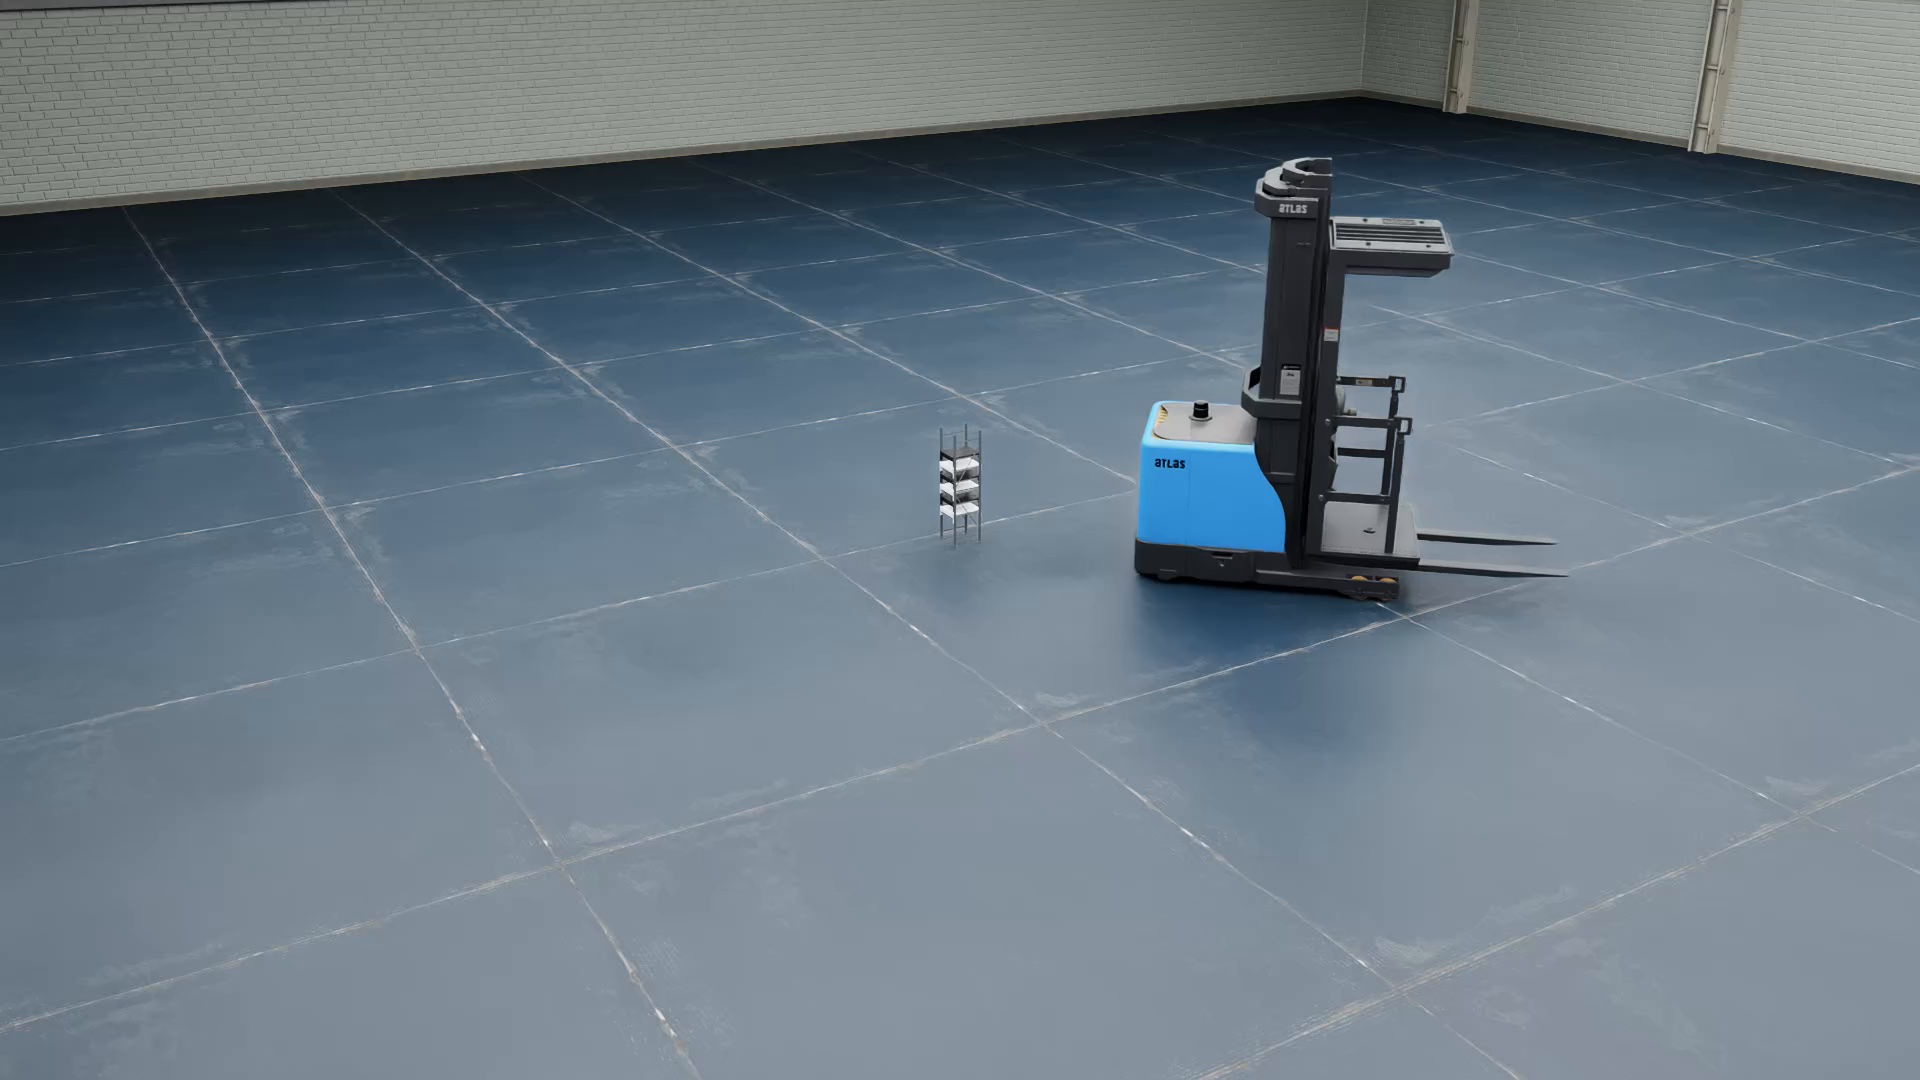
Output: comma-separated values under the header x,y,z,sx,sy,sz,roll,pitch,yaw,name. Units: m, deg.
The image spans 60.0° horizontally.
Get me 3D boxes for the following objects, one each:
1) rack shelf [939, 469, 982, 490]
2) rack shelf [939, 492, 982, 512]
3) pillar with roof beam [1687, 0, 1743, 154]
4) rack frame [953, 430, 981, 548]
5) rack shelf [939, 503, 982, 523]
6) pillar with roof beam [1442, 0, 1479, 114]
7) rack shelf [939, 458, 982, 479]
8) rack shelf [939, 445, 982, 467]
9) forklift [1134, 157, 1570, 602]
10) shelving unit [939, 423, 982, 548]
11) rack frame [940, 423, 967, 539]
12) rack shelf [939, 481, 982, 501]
x,y,z,sx,sy,sz,roll,pitch,yaw,name
0.004,-0.467,12.614,0.258,0.077,0.200,-13,25,-28,rack shelf
0.004,-0.300,12.682,0.258,0.077,0.200,-13,25,-28,rack shelf
9.745,-10.378,26.393,9.100,9.000,0.400,-13,25,-28,pillar with roof beam
0.056,-0.381,12.555,0.240,0.900,0.006,-13,25,-28,rack frame
0.004,-0.217,12.716,0.258,0.077,0.200,-13,25,-28,rack shelf
6.680,-12.320,31.171,9.100,9.000,0.400,-13,25,-28,pillar with roof beam
0.004,-0.550,12.580,0.258,0.077,0.200,-13,25,-28,rack shelf
0.004,-0.633,12.546,0.258,0.077,0.200,-13,25,-28,rack shelf
2.838,-1.138,11.719,3.031,2.935,1.130,4,23,11,forklift
0.004,-0.414,12.636,0.258,0.900,0.210,-13,25,-28,shelving unit
-0.048,-0.447,12.717,0.240,0.900,0.006,-13,25,-28,rack frame
0.004,-0.383,12.648,0.258,0.077,0.200,-13,25,-28,rack shelf
